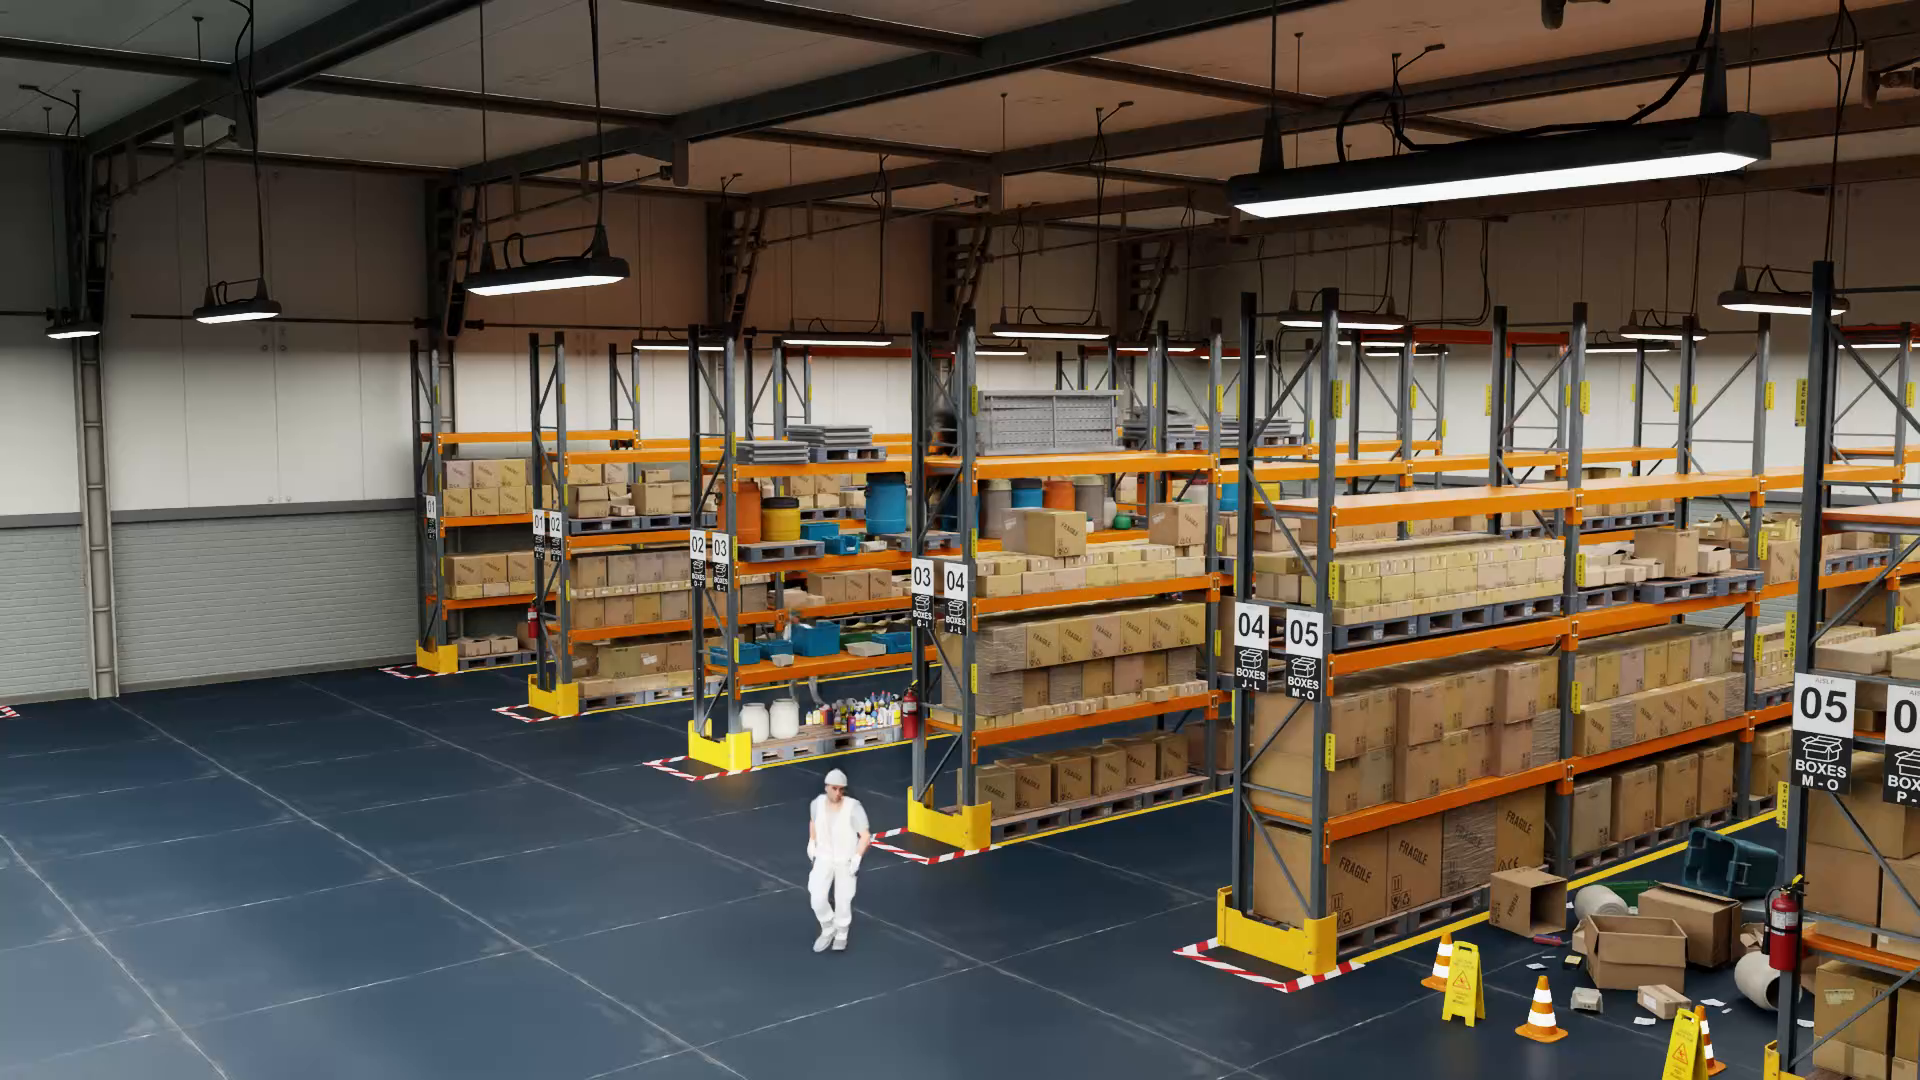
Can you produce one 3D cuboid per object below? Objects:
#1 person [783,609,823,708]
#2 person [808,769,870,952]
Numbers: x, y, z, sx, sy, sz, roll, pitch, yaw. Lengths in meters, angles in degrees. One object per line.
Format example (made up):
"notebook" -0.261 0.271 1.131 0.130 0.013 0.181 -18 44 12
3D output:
"person" -2.547 1.904 26.815 0.636 1.625 0.746 0 5 -3
"person" -1.123 2.900 14.951 0.657 1.729 0.790 1 5 8
